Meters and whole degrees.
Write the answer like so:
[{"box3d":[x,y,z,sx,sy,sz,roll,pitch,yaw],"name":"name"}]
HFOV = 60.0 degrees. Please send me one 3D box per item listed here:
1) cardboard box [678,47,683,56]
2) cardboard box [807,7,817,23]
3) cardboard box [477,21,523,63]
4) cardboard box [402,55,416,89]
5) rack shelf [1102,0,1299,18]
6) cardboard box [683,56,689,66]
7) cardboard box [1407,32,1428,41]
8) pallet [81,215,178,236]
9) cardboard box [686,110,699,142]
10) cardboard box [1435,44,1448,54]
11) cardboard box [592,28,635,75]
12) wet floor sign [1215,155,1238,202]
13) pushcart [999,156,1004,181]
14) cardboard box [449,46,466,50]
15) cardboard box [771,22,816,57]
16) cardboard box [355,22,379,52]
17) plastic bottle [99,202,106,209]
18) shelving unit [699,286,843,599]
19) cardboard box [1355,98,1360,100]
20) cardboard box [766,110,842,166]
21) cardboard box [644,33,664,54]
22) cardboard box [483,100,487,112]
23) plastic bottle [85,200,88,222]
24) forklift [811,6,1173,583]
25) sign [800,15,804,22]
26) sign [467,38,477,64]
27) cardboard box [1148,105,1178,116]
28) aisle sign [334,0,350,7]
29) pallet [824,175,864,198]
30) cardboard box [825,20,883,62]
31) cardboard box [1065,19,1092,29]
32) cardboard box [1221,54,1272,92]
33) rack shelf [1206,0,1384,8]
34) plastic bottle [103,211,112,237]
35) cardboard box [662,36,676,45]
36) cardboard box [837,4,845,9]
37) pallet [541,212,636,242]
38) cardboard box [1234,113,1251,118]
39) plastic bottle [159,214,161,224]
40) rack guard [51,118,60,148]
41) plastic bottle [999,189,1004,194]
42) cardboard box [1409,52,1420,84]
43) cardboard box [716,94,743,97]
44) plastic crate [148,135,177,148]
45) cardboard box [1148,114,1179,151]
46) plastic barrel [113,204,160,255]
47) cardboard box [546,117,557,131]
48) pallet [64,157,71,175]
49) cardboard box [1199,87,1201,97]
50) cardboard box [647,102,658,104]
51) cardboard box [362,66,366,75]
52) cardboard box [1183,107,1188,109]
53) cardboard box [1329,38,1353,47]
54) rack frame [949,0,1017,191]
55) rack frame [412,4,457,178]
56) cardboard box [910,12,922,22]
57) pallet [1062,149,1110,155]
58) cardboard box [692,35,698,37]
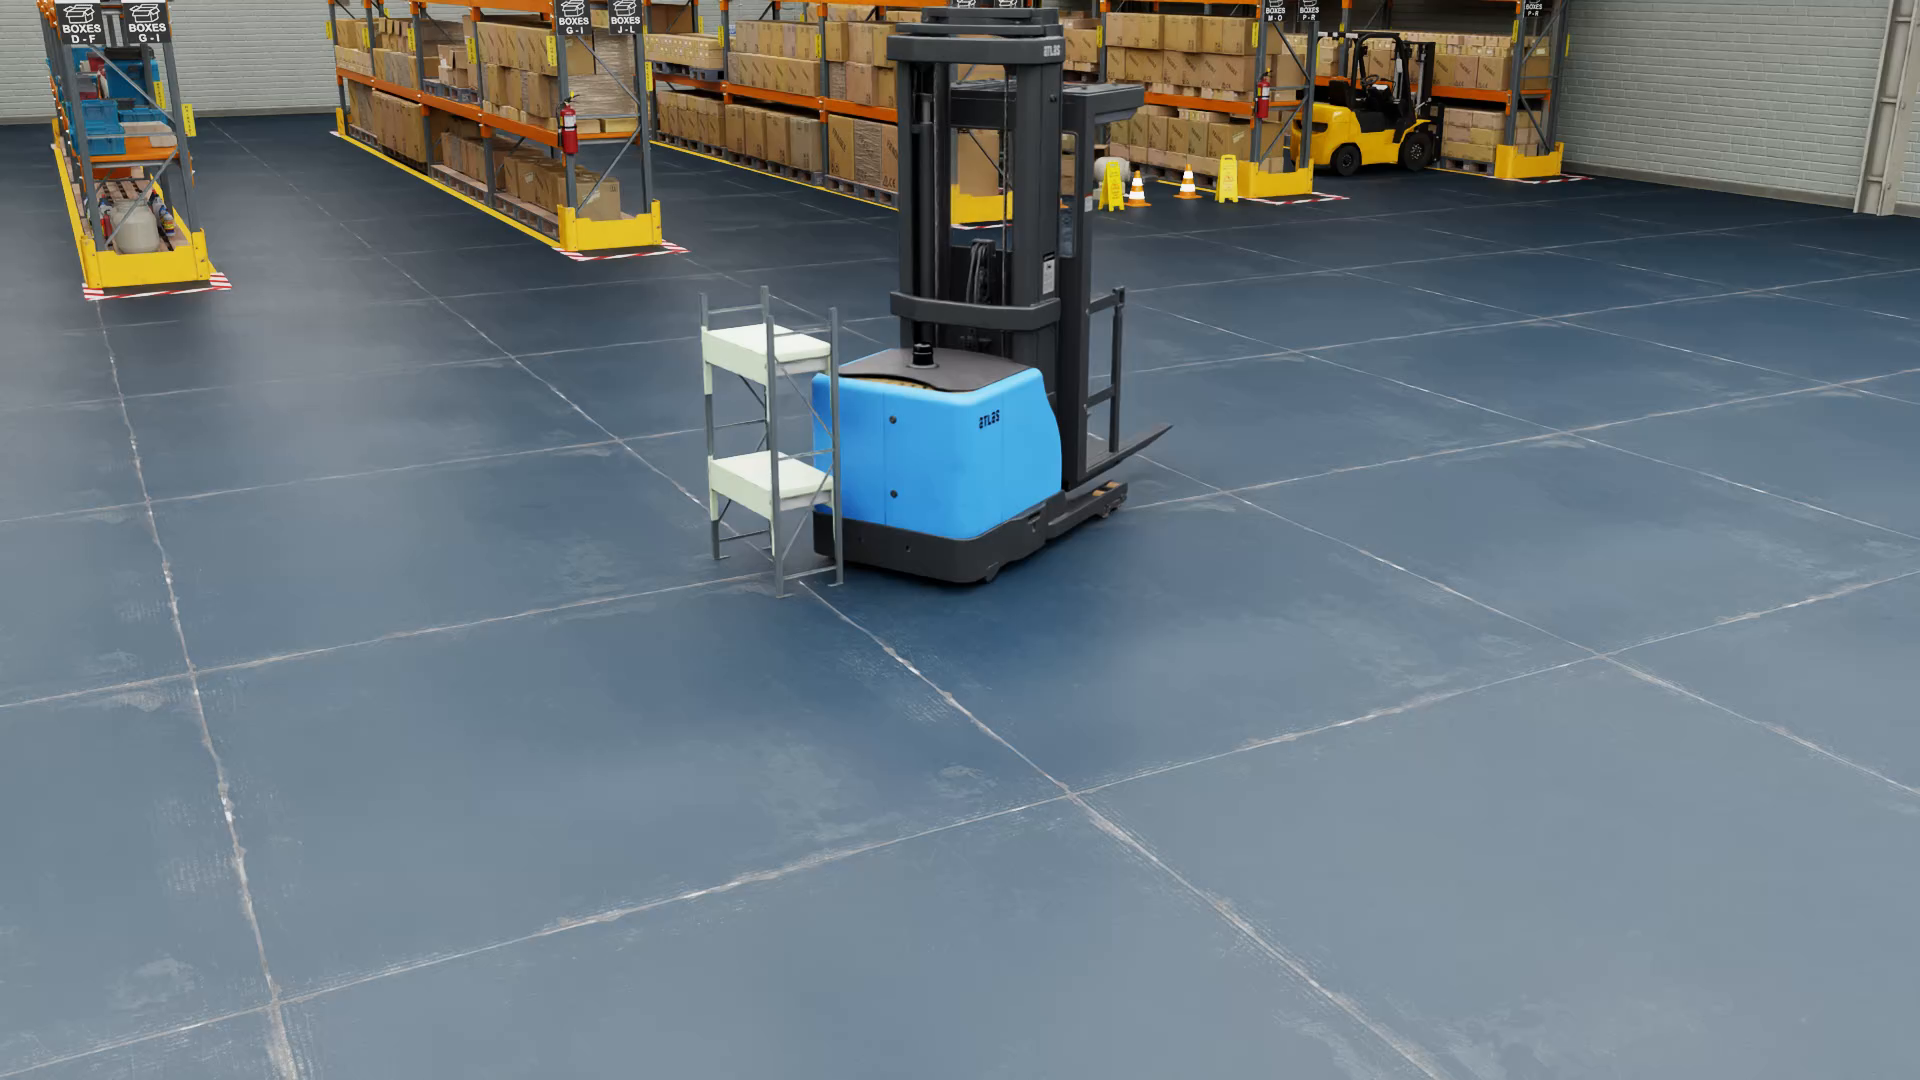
[{"box3d":[-4.740,-8.593,29.220,0.380,0.149,0.250,-9,21,-25],"name":"cardboard box"},{"box3d":[-3.004,-11.361,36.272,0.500,0.500,0.500,-11,22,-28],"name":"cardboard box"},{"box3d":[-6.014,-6.535,21.830,0.500,0.500,0.500,-10,21,-27],"name":"cardboard box"},{"box3d":[-8.588,-7.486,26.575,0.500,0.500,0.500,-10,22,-27],"name":"cardboard box"},{"box3d":[3.667,-8.082,24.959,1.077,0.370,4.000,-10,21,-27],"name":"rack shelf"},{"box3d":[-4.613,-8.376,29.047,0.380,0.149,0.250,-11,22,-29],"name":"cardboard box"},{"box3d":[7.655,-8.348,27.621,0.380,0.149,0.250,-10,21,-27],"name":"cardboard box"},{"box3d":[-10.081,-3.759,20.201,1.003,0.211,1.213,-10,21,-27],"name":"pallet"},{"box3d":[-4.542,-7.395,29.653,0.500,0.500,0.500,-11,22,-29],"name":"cardboard box"},{"box3d":[7.941,-7.975,26.996,0.380,0.149,0.250,-10,21,-26],"name":"cardboard box"},{"box3d":[-4.126,-5.756,19.571,0.500,0.500,0.500,-10,21,-27],"name":"cardboard box"},{"box3d":[3.765,-5.097,23.413,0.267,0.644,0.232,-3,19,-8],"name":"wet floor sign"},{"box3d":[0.734,-5.971,26.358,0.936,0.377,1.648,16,25,39],"name":"pushcart"},{"box3d":[-7.259,-7.144,24.939,0.700,0.500,0.500,-7,20,-19],"name":"cardboard box"},{"box3d":[-2.556,-7.882,26.188,0.700,0.500,0.500,-10,22,-27],"name":"cardboard box"},{"box3d":[-10.491,-8.999,29.737,0.500,0.500,0.500,-10,21,-26],"name":"cardboard box"},{"box3d":[-10.170,-3.876,19.773,0.097,0.271,0.097,0,19,0],"name":"plastic bottle"},{"box3d":[-1.005,-0.535,8.879,0.431,1.500,0.755,-13,23,-33],"name":"shelving unit"},{"box3d":[7.037,-7.532,28.900,0.500,0.250,0.500,-10,22,-27],"name":"cardboard box"},{"box3d":[-2.420,-6.360,26.268,1.050,0.750,0.750,-10,21,-27],"name":"cardboard box"},{"box3d":[-5.868,-9.362,31.555,0.500,0.500,0.500,-10,21,-27],"name":"cardboard box"},{"box3d":[-6.167,-5.816,22.274,0.380,0.149,0.250,-10,21,-27],"name":"cardboard box"},{"box3d":[-10.345,-3.936,19.826,0.144,0.351,0.185,-9,21,-25],"name":"plastic bottle"},{"box3d":[0.372,-1.589,9.743,1.130,2.935,3.031,11,22,29],"name":"forklift"},{"box3d":[-3.472,-11.386,36.580,0.100,0.325,0.005,-10,21,-27],"name":"sign"},{"box3d":[-6.491,-6.504,22.106,0.100,0.325,0.005,-10,21,-27],"name":"sign"},{"box3d":[3.142,-6.658,25.755,0.380,0.149,0.250,-9,21,-24],"name":"cardboard box"},{"box3d":[-12.001,-10.691,32.031,0.394,0.787,0.004,-10,21,-27],"name":"aisle sign"},{"box3d":[-1.299,-5.234,24.476,1.003,0.211,1.213,-10,21,-27],"name":"pallet"},{"box3d":[-1.446,-7.253,24.166,0.875,0.550,0.550,-10,21,-27],"name":"cardboard box"},{"box3d":[1.960,-8.565,27.606,0.380,0.149,0.250,-11,22,-28],"name":"cardboard box"},{"box3d":[4.116,-6.731,23.931,0.500,0.500,0.500,-10,22,-28],"name":"cardboard box"},{"box3d":[6.134,-10.000,30.518,1.077,0.370,4.000,-10,21,-27],"name":"rack shelf"},{"box3d":[-9.724,-3.604,18.968,0.061,0.283,0.133,-10,21,-27],"name":"plastic bottle"},{"box3d":[-5.112,-8.957,29.821,0.380,0.149,0.250,-10,21,-27],"name":"cardboard box"},{"box3d":[-2.357,-11.253,34.964,0.380,0.149,0.250,-11,22,-28],"name":"cardboard box"},{"box3d":[-4.496,-3.837,20.429,1.003,0.211,1.213,-10,21,-27],"name":"pallet"},{"box3d":[5.786,-8.205,31.808,0.875,0.625,0.625,-9,21,-25],"name":"cardboard box"},{"box3d":[-9.405,-3.796,19.650,0.097,0.201,0.097,0,19,0],"name":"plastic bottle"},{"box3d":[-16.084,-7.544,30.728,1.175,0.500,0.348,-10,21,-27],"name":"rack guard"},{"box3d":[0.516,-5.097,24.309,0.133,0.061,0.283,16,25,39],"name":"plastic bottle"},{"box3d":[7.788,-7.788,27.449,0.500,0.500,0.500,-10,21,-26],"name":"cardboard box"},{"box3d":[-4.070,-7.827,29.755,0.500,0.250,0.500,-10,21,-26],"name":"cardboard box"},{"box3d":[-8.606,-4.310,17.928,0.298,0.136,0.250,-10,21,-27],"name":"plastic crate"},{"box3d":[3.269,-6.320,25.769,0.500,0.500,0.500,-9,21,-24],"name":"cardboard box"},{"box3d":[-8.844,-3.328,17.846,0.421,0.512,0.421,0,19,0],"name":"plastic barrel"},{"box3d":[-4.704,-4.962,19.798,0.380,0.149,0.250,-10,21,-27],"name":"cardboard box"},{"box3d":[-13.832,-6.027,26.773,1.003,0.211,1.213,-10,21,-27],"name":"pallet"},{"box3d":[3.783,-6.683,24.784,0.380,0.149,0.250,-10,21,-26],"name":"cardboard box"},{"box3d":[-5.944,-8.340,32.018,0.380,0.149,0.250,-10,21,-26],"name":"cardboard box"},{"box3d":[-10.480,-8.406,29.777,0.380,0.149,0.250,-10,22,-28],"name":"cardboard box"},{"box3d":[4.794,-8.602,33.149,0.500,0.500,0.500,-9,21,-25],"name":"cardboard box"},{"box3d":[6.726,-8.766,29.289,0.380,0.149,0.250,-9,21,-25],"name":"cardboard box"},{"box3d":[0.308,-5.634,21.362,1.000,3.000,0.127,-10,21,-27],"name":"rack frame"},{"box3d":[-7.904,-7.192,25.875,1.000,3.000,0.127,-10,21,-27],"name":"rack frame"},{"box3d":[-0.624,-9.938,32.147,0.500,0.500,0.500,-11,22,-28],"name":"cardboard box"},{"box3d":[2.346,-6.484,28.097,1.003,0.211,1.213,-10,21,-27],"name":"pallet"},{"box3d":[-4.654,-9.128,30.316,0.380,0.149,0.250,-10,21,-27],"name":"cardboard box"}]
